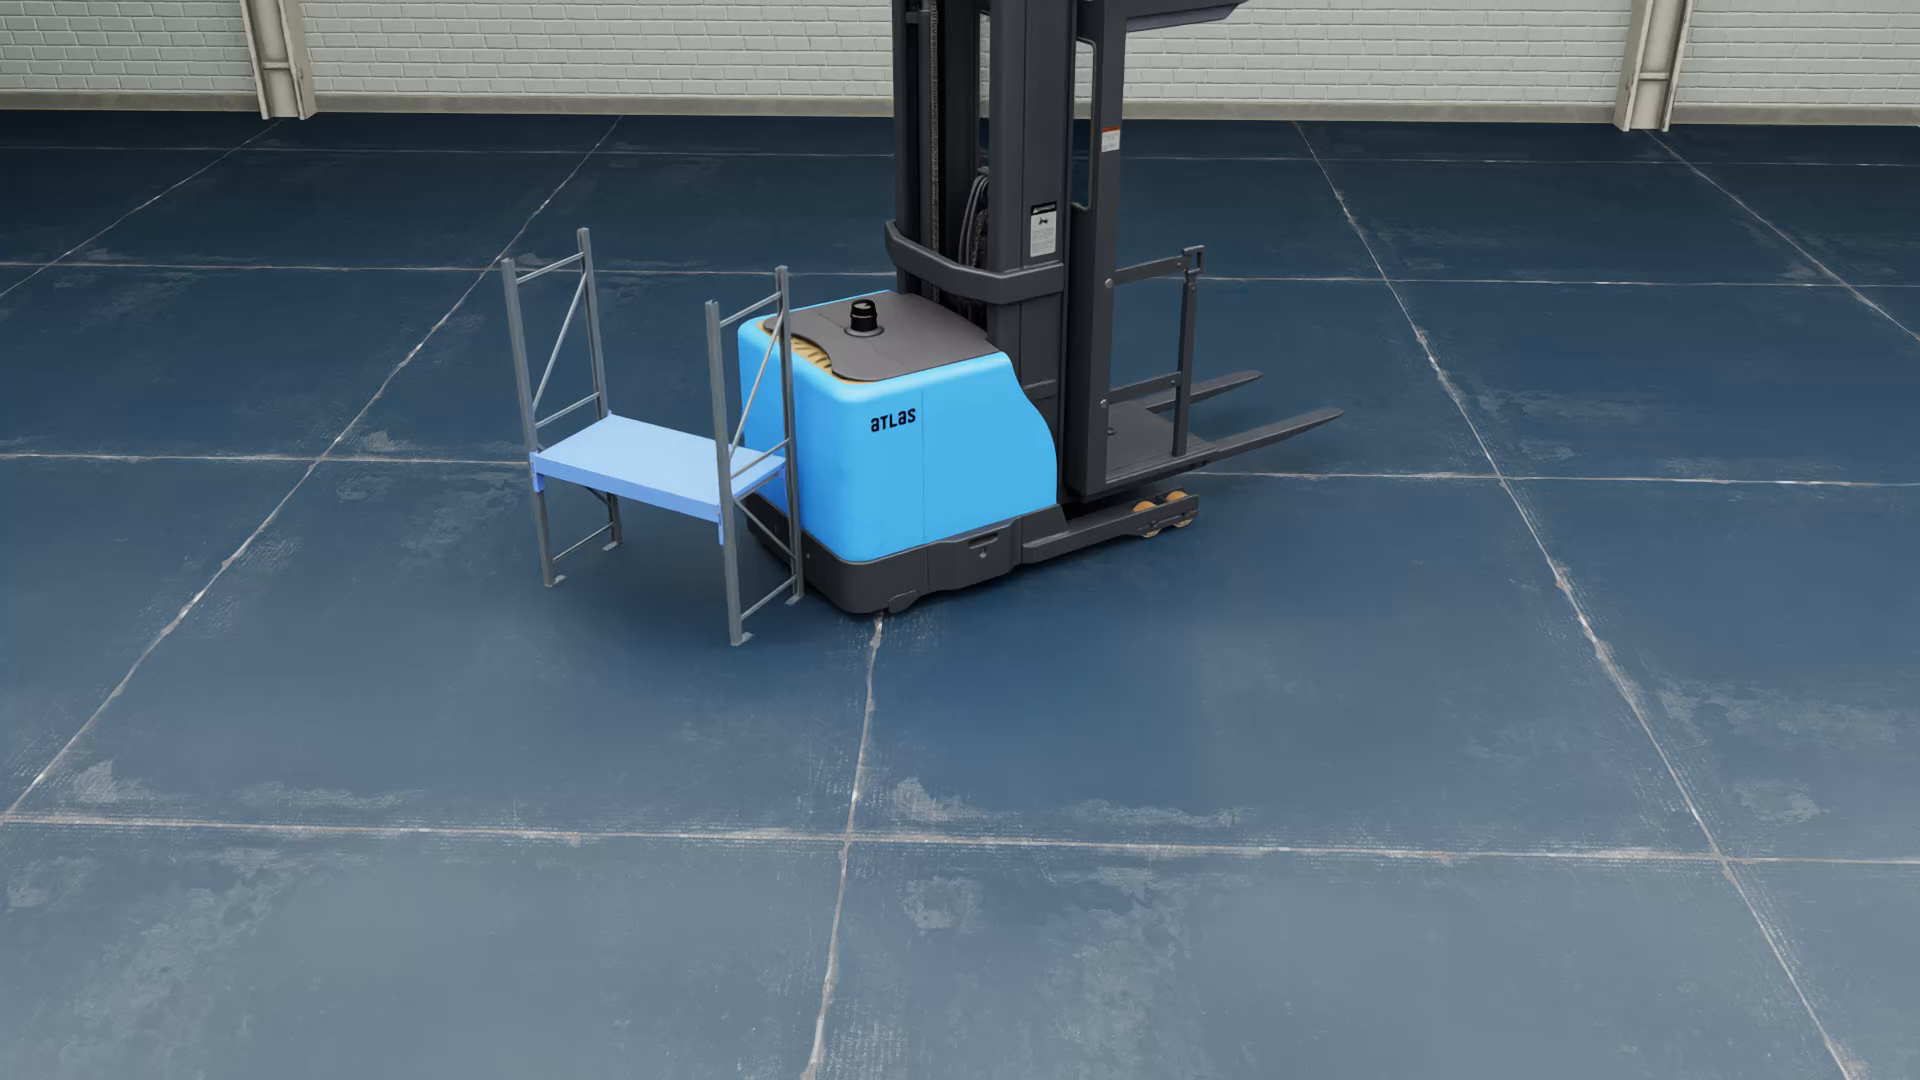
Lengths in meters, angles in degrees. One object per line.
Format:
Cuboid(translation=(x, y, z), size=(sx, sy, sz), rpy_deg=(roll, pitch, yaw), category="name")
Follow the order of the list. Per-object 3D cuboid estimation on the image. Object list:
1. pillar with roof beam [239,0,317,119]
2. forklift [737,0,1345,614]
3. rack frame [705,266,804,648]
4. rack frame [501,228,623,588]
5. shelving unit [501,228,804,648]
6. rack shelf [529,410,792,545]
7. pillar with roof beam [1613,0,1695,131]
Cuboid(translation=(-6.179, -5.785, 9.056), size=(0.400, 9.000, 9.100), rpy_deg=(1, 28, 2), category="pillar with roof beam")
Cuboid(translation=(0.525, -1.496, 7.443), size=(3.031, 2.935, 1.130), rpy_deg=(-17, 32, -29), category="forklift")
Cuboid(translation=(-0.819, -0.321, 6.755), size=(0.032, 1.500, 0.500), rpy_deg=(15, 31, 26), category="rack frame")
Cuboid(translation=(-1.704, -0.555, 7.196), size=(0.032, 1.500, 0.500), rpy_deg=(15, 31, 26), category="rack frame")
Cuboid(translation=(-1.261, -0.438, 6.975), size=(1.048, 1.500, 0.538), rpy_deg=(15, 31, 26), category="shelving unit")
Cuboid(translation=(-1.261, -0.279, 7.059), size=(1.000, 0.185, 0.538), rpy_deg=(15, 31, 26), category="rack shelf")
Cuboid(translation=(5.813, -5.587, 8.682), size=(0.400, 9.000, 9.100), rpy_deg=(1, 28, 2), category="pillar with roof beam")
